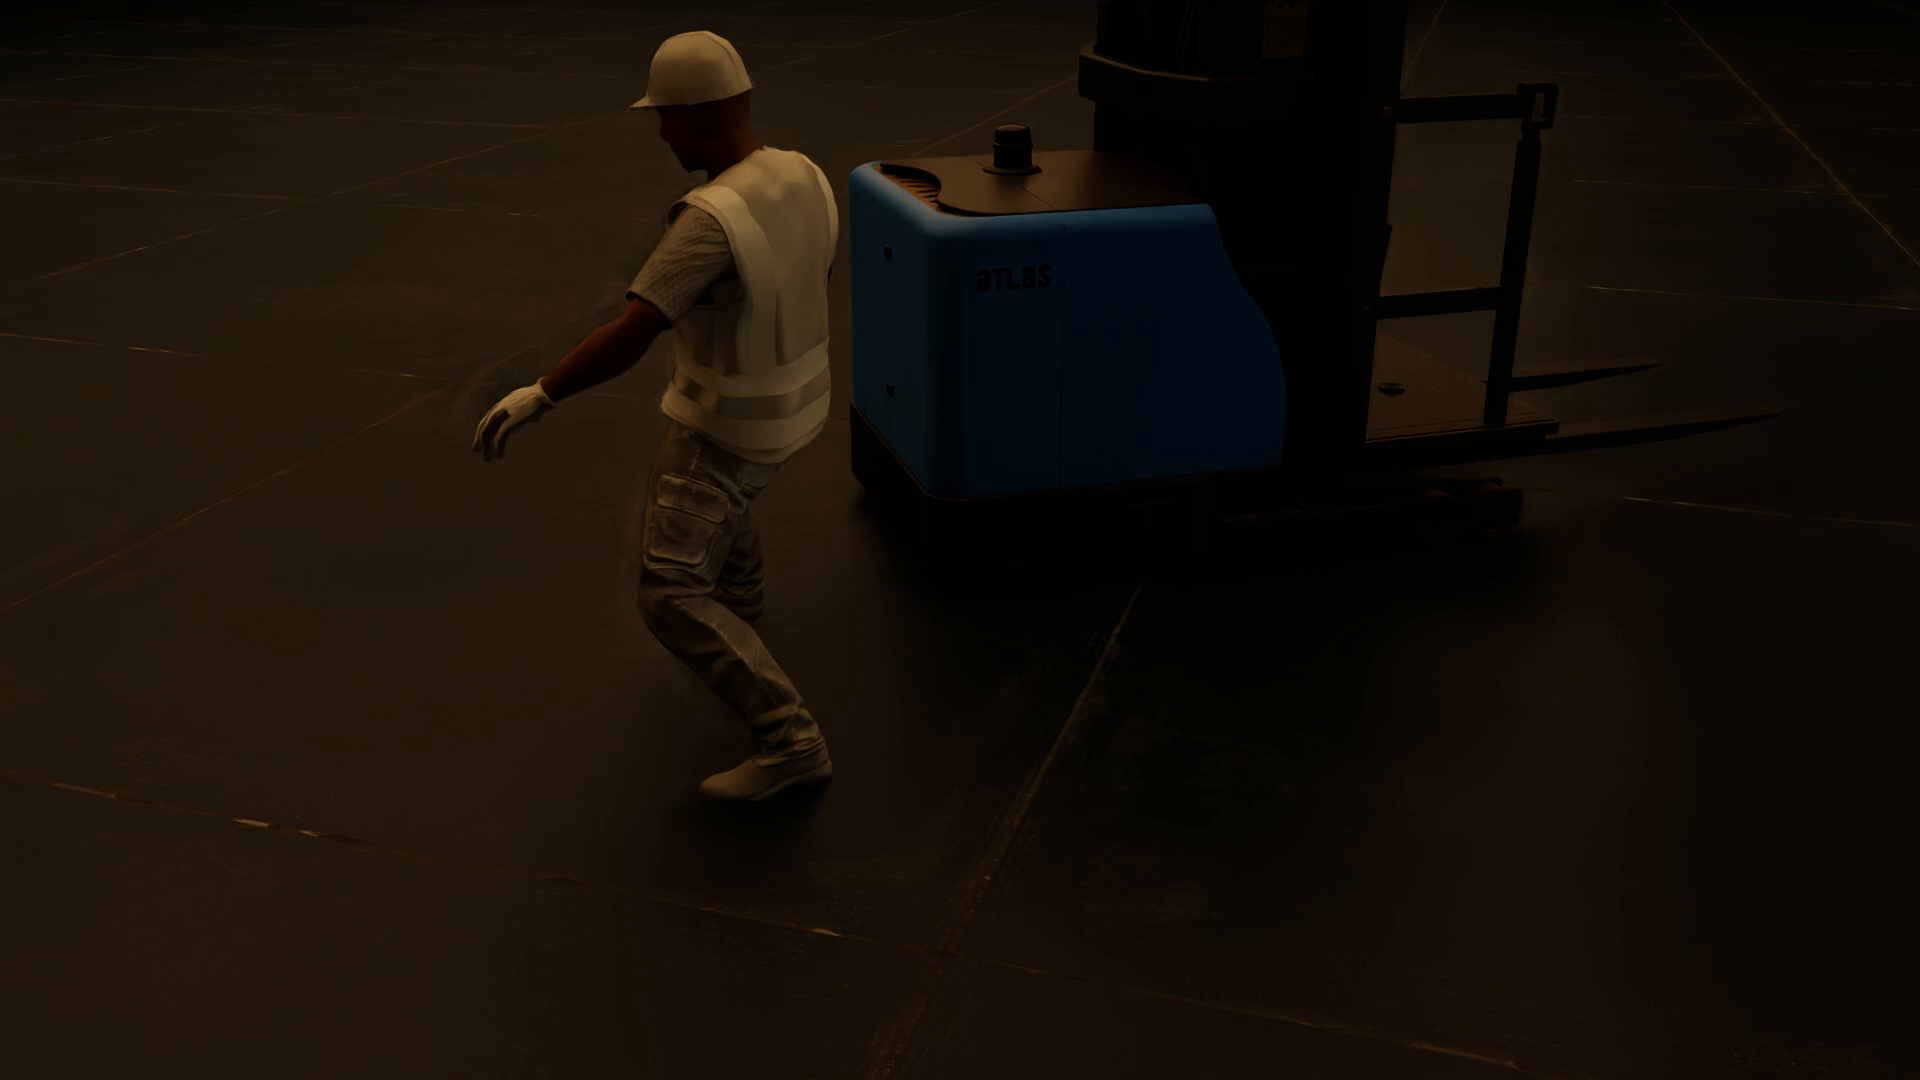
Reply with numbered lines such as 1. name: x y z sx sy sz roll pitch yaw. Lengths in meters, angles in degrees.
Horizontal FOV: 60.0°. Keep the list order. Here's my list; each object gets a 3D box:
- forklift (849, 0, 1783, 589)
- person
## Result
1. forklift: 1.218 -1.527 4.979 3.031 2.935 1.130 -7 23 -16
2. person: -0.592 -0.321 3.826 0.830 1.634 1.025 9 24 20
